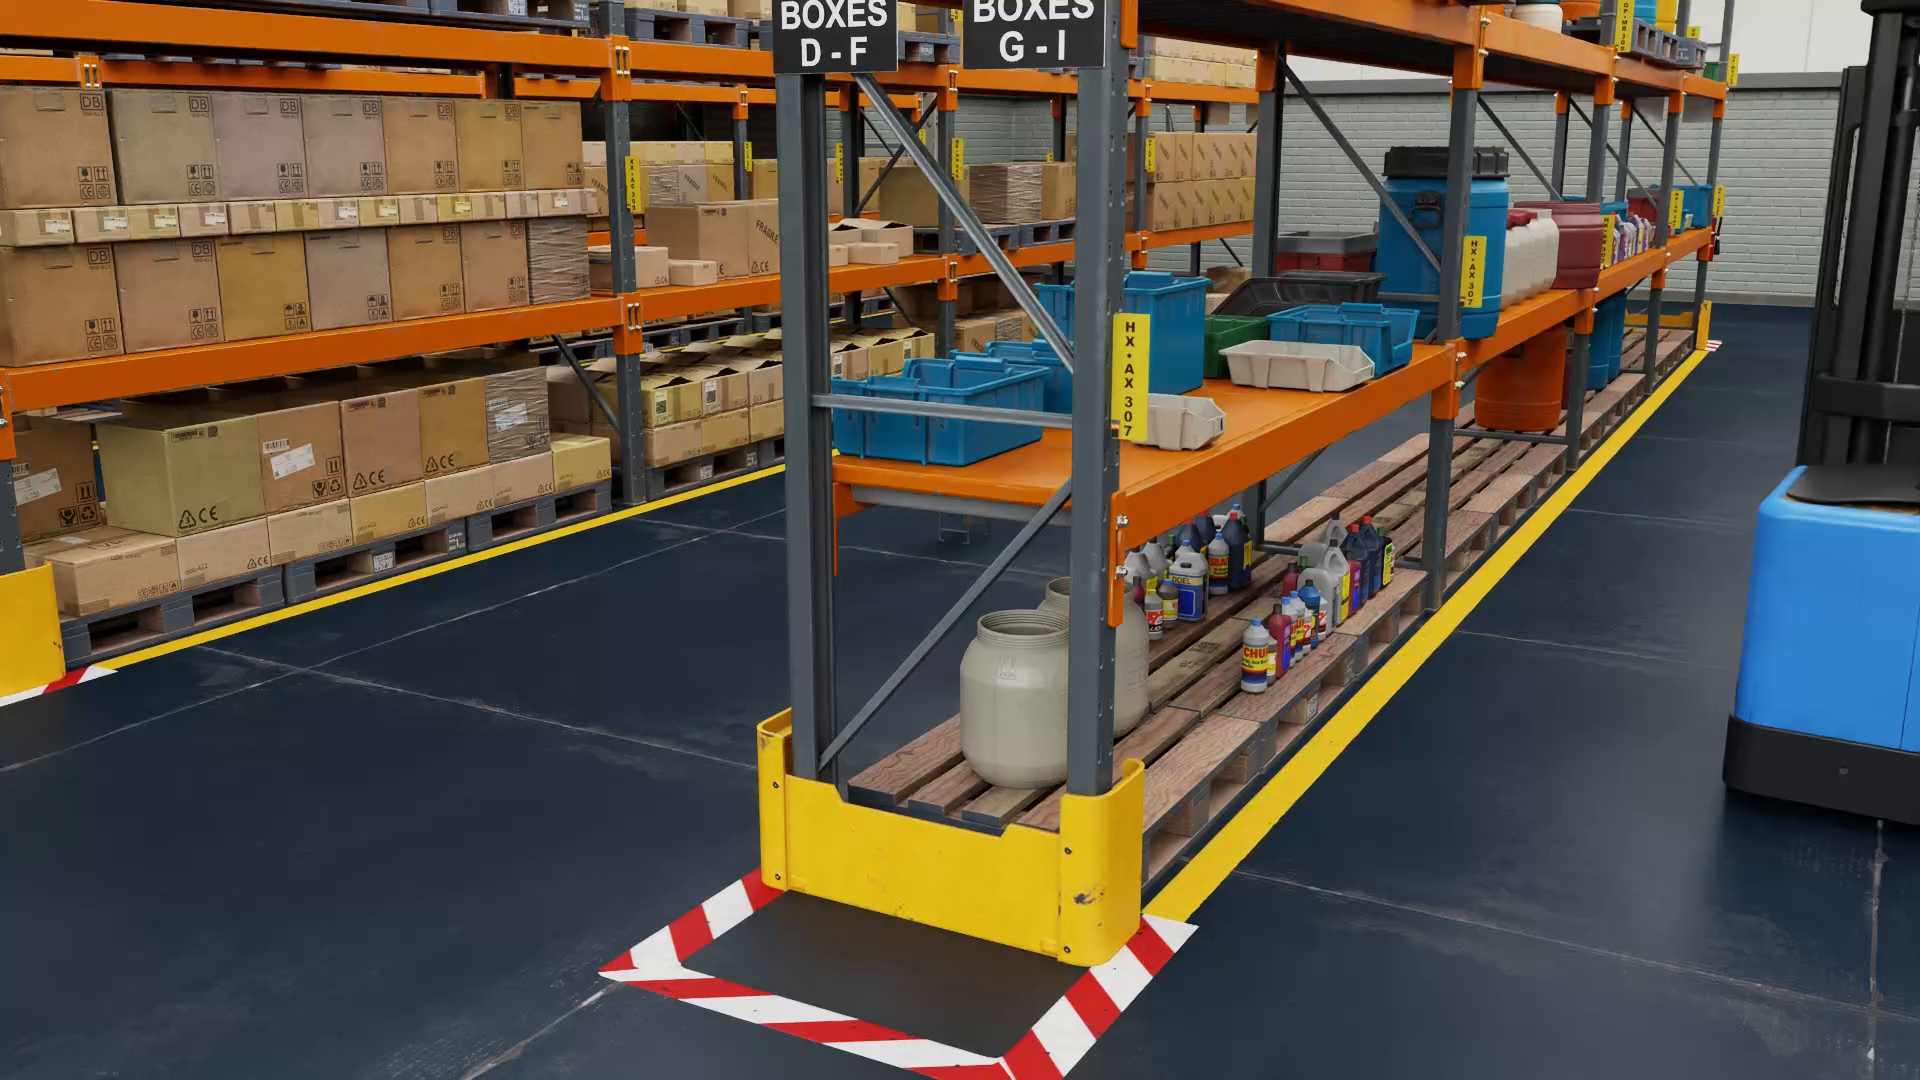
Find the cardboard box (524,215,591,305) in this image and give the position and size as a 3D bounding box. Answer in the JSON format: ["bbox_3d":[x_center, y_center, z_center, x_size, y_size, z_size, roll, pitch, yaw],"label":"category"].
[{"bbox_3d":[-2.651,-1.687,9.920,0.700,0.500,0.500,7,15,27],"label":"cardboard box"}]

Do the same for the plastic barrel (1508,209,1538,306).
[{"bbox_3d":[3.111,-1.645,9.669,0.433,0.535,0.433,0,14,0],"label":"plastic barrel"}]

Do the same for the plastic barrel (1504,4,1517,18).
[{"bbox_3d":[3.239,-3.547,10.378,0.600,0.901,0.600,0,14,0],"label":"plastic barrel"}]

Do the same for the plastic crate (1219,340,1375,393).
[{"bbox_3d":[1.329,-0.679,6.511,0.530,0.136,0.437,7,15,28],"label":"plastic crate"}]

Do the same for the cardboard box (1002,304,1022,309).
[{"bbox_3d":[0.705,-1.929,15.530,0.500,0.500,0.500,7,15,26],"label":"cardboard box"}]

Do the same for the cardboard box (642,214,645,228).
[{"bbox_3d":[-3.481,-3.463,17.991,0.380,0.149,0.250,7,15,26],"label":"cardboard box"}]

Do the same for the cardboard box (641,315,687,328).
[{"bbox_3d":[-3.540,-2.761,18.275,0.750,0.750,0.750,8,16,30],"label":"cardboard box"}]

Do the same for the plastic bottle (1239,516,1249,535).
[{"bbox_3d":[1.316,0.035,7.845,0.061,0.283,0.133,7,15,28],"label":"plastic bottle"}]

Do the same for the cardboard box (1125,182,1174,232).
[{"bbox_3d":[1.911,-3.494,17.414,0.500,0.500,0.500,8,16,30],"label":"cardboard box"}]

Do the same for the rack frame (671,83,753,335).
[{"bbox_3d":[-2.912,-3.932,19.445,1.000,3.000,0.127,7,15,28],"label":"rack frame"}]

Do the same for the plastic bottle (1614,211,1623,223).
[{"bbox_3d":[5.476,-2.577,13.926,0.144,0.351,0.185,7,15,28],"label":"plastic bottle"}]

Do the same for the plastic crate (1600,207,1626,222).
[{"bbox_3d":[6.505,-3.233,16.774,0.416,0.233,0.300,7,15,28],"label":"plastic crate"}]

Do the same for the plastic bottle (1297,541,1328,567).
[{"bbox_3d":[1.599,0.134,7.450,0.152,0.276,0.135,7,15,28],"label":"plastic bottle"}]

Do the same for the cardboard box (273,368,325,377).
[{"bbox_3d":[-5.951,-1.654,14.391,0.700,0.500,0.500,8,15,29],"label":"cardboard box"}]

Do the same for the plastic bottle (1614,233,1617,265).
[{"bbox_3d":[4.957,-2.237,12.685,0.097,0.271,0.097,0,14,0],"label":"plastic bottle"}]

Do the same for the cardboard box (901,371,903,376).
[{"bbox_3d":[-0.549,-1.283,13.427,0.500,0.250,0.500,8,16,29],"label":"cardboard box"}]

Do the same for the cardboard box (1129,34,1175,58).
[{"bbox_3d":[1.878,-5.072,17.024,0.500,0.250,0.500,7,15,28],"label":"cardboard box"}]

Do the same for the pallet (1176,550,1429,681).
[{"bbox_3d":[1.532,0.320,7.756,1.003,0.211,1.213,7,15,28],"label":"pallet"}]

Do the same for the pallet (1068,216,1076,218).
[{"bbox_3d":[0.944,-3.127,16.514,1.003,0.211,1.213,7,15,28],"label":"pallet"}]

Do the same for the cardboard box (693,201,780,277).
[{"bbox_3d":[-1.559,-2.146,11.821,0.500,0.500,0.500,7,15,28],"label":"cardboard box"}]

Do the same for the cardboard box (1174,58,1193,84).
[{"bbox_3d":[2.123,-4.931,17.507,0.500,0.250,0.500,7,15,28],"label":"cardboard box"}]

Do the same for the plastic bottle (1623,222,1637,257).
[{"bbox_3d":[5.432,-2.454,13.576,0.152,0.276,0.135,7,15,28],"label":"plastic bottle"}]

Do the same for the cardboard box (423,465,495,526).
[{"bbox_3d":[-2.954,-0.272,9.234,0.500,0.250,0.500,7,15,28],"label":"cardboard box"}]

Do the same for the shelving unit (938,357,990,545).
[{"bbox_3d":[0.026,-0.521,9.456,0.215,1.050,0.252,7,15,28],"label":"shelving unit"}]

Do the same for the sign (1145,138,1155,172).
[{"bbox_3d":[1.913,-3.873,16.726,0.100,0.325,0.005,7,15,28],"label":"sign"}]

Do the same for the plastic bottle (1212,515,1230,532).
[{"bbox_3d":[1.223,0.027,7.895,0.152,0.276,0.135,8,16,30],"label":"plastic bottle"}]

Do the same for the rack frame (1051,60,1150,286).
[{"bbox_3d":[1.426,-3.372,17.120,1.000,3.000,0.127,7,15,28],"label":"rack frame"}]

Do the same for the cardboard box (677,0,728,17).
[{"bbox_3d":[-1.872,-3.558,10.917,0.500,0.250,0.500,6,15,23],"label":"cardboard box"}]

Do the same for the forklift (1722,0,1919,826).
[{"bbox_3d":[3.876,-0.735,6.329,1.130,2.935,3.031,9,16,33],"label":"forklift"}]

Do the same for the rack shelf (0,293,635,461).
[{"bbox_3d":[-3.408,-0.971,8.694,1.077,0.370,4.000,7,15,28],"label":"rack shelf"}]

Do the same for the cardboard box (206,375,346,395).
[{"bbox_3d":[-3.663,-0.595,8.972,0.500,0.500,0.500,7,15,28],"label":"cardboard box"}]

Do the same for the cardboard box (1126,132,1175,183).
[{"bbox_3d":[1.900,-3.971,17.260,0.500,0.500,0.500,8,16,29],"label":"cardboard box"}]

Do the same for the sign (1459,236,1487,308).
[{"bbox_3d":[2.369,-1.239,7.680,0.100,0.325,0.005,7,15,28],"label":"sign"}]

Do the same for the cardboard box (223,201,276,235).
[{"bbox_3d":[-3.499,-1.542,7.932,0.380,0.149,0.250,7,15,26],"label":"cardboard box"}]

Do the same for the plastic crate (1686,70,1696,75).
[{"bbox_3d":[6.601,-4.428,15.381,0.497,0.269,0.590,7,15,28],"label":"plastic crate"}]

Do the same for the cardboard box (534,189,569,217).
[{"bbox_3d":[-2.507,-1.964,9.683,0.380,0.149,0.250,7,15,27],"label":"cardboard box"}]

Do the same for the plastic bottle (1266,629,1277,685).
[{"bbox_3d":[1.158,0.441,6.338,0.097,0.201,0.097,0,14,0],"label":"plastic bottle"}]

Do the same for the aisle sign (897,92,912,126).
[{"bbox_3d":[-0.681,-5.998,22.464,0.394,0.787,0.004,7,15,28],"label":"aisle sign"}]

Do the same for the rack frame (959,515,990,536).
[{"bbox_3d":[0.085,-0.546,9.560,0.200,1.050,0.008,7,15,28],"label":"rack frame"}]

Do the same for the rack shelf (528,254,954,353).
[{"bbox_3d":[-1.475,-1.791,12.098,1.077,0.370,4.000,7,15,28],"label":"rack shelf"}]

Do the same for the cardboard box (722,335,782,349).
[{"bbox_3d":[-1.513,-1.404,12.732,0.500,0.311,0.500,7,15,27],"label":"cardboard box"}]

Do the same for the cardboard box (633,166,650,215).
[{"bbox_3d":[-3.640,-3.701,17.595,0.500,0.500,0.500,8,16,30],"label":"cardboard box"}]

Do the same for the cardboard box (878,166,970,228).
[{"bbox_3d":[-0.302,-2.946,14.244,0.700,0.500,0.500,2,14,9],"label":"cardboard box"}]

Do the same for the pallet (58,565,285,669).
[{"bbox_3d":[-4.042,0.284,7.905,1.003,0.211,1.213,7,15,28],"label":"pallet"}]

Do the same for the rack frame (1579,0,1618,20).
[{"bbox_3d":[3.826,-4.906,10.682,1.000,3.000,0.127,7,15,28],"label":"rack frame"}]

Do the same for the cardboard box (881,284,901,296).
[{"bbox_3d":[-1.230,-3.587,22.450,0.700,0.500,0.500,7,15,28],"label":"cardboard box"}]

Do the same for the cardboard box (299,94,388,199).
[{"bbox_3d":[-3.378,-2.009,8.486,0.700,0.500,0.500,7,15,28],"label":"cardboard box"}]

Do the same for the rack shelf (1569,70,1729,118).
[{"bbox_3d":[6.727,-4.329,16.224,1.077,0.370,4.000,7,15,28],"label":"rack shelf"}]

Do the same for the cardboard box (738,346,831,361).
[{"bbox_3d":[-1.282,-1.243,12.063,0.500,0.311,0.500,8,16,30],"label":"cardboard box"}]

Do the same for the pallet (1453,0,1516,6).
[{"bbox_3d":[1.629,-2.376,6.992,1.213,0.211,1.003,7,15,28],"label":"pallet"}]

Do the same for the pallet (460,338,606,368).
[{"bbox_3d":[-4.399,-1.909,17.003,1.003,0.211,1.213,7,15,28],"label":"pallet"}]

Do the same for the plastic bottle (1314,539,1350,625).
[{"bbox_3d":[1.585,0.176,7.118,0.144,0.351,0.185,7,15,28],"label":"plastic bottle"}]

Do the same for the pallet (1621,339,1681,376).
[{"bbox_3d":[6.670,-1.861,16.802,1.003,0.211,1.213,7,15,28],"label":"pallet"}]
